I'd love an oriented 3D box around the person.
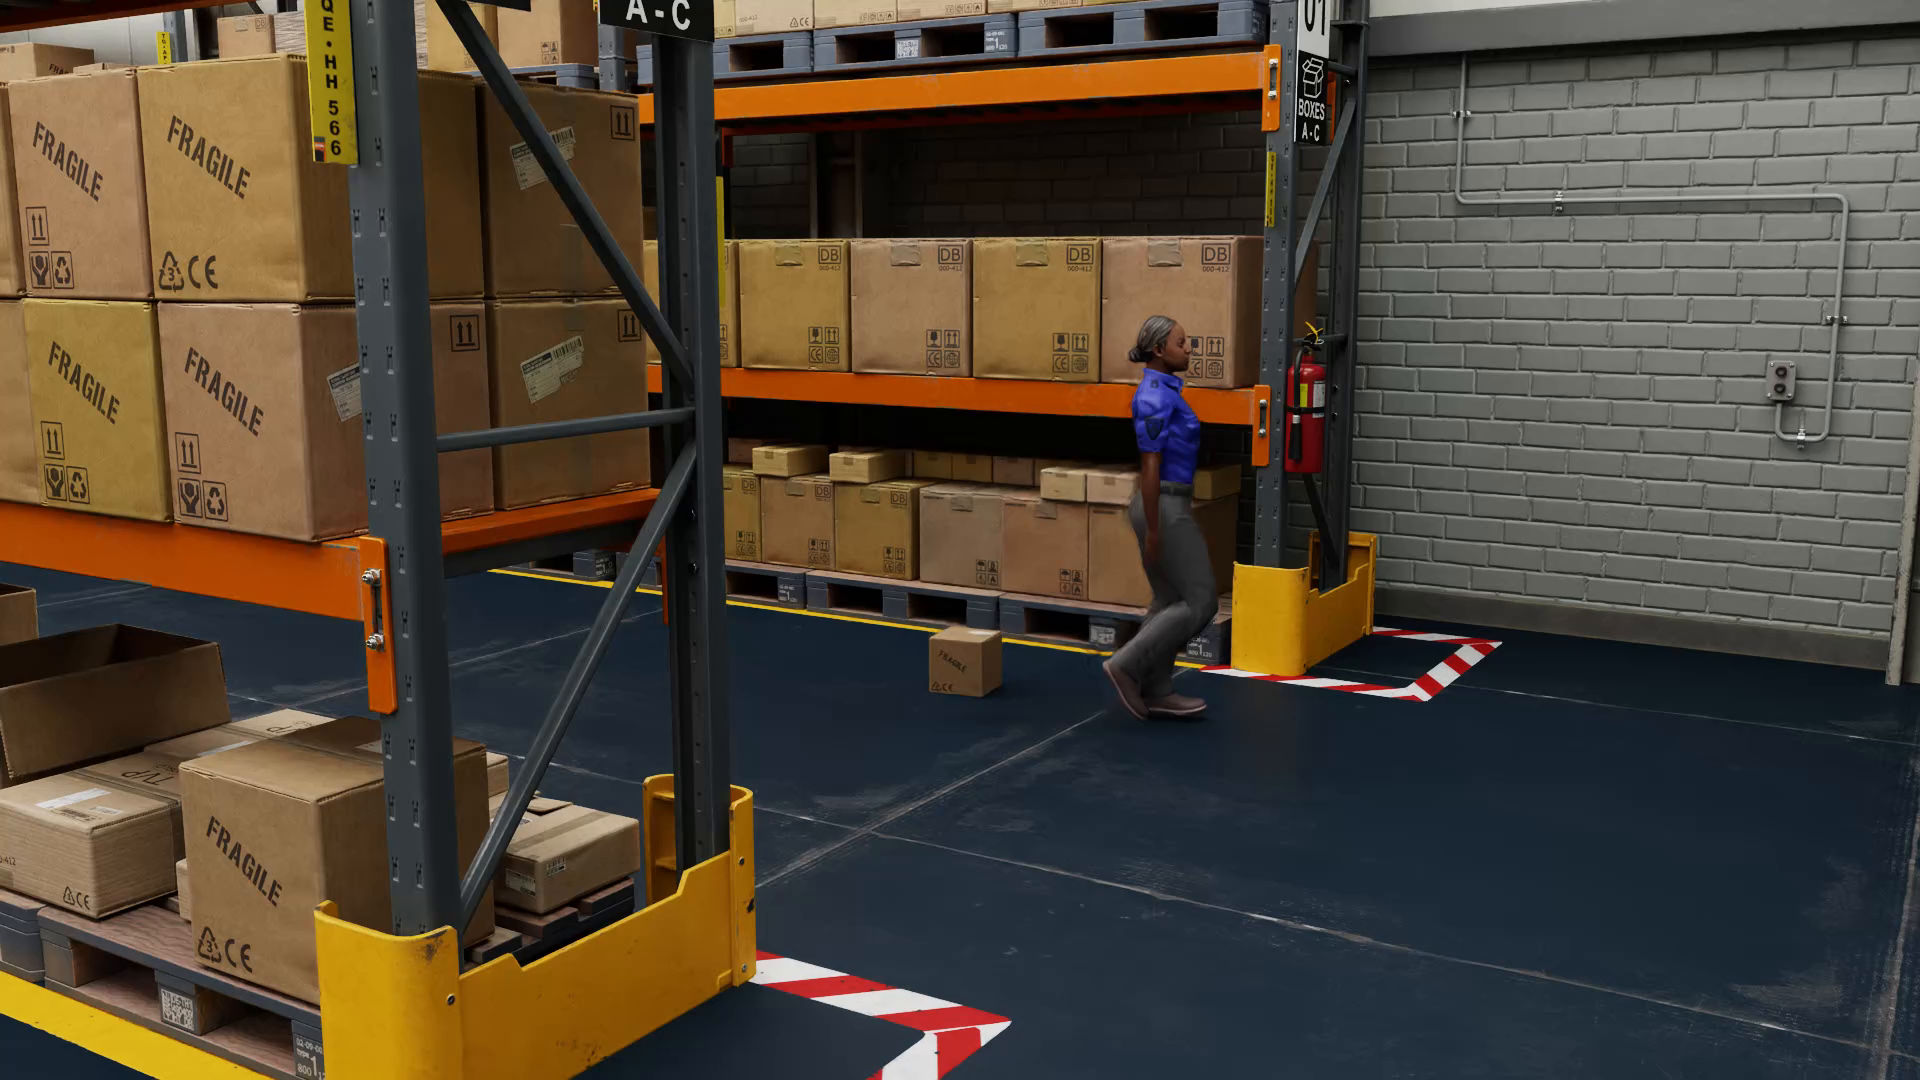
[{"bbox_3d":[0.820,-0.085,6.776,0.464,1.644,0.436,1,10,5],"label":"person"}]
